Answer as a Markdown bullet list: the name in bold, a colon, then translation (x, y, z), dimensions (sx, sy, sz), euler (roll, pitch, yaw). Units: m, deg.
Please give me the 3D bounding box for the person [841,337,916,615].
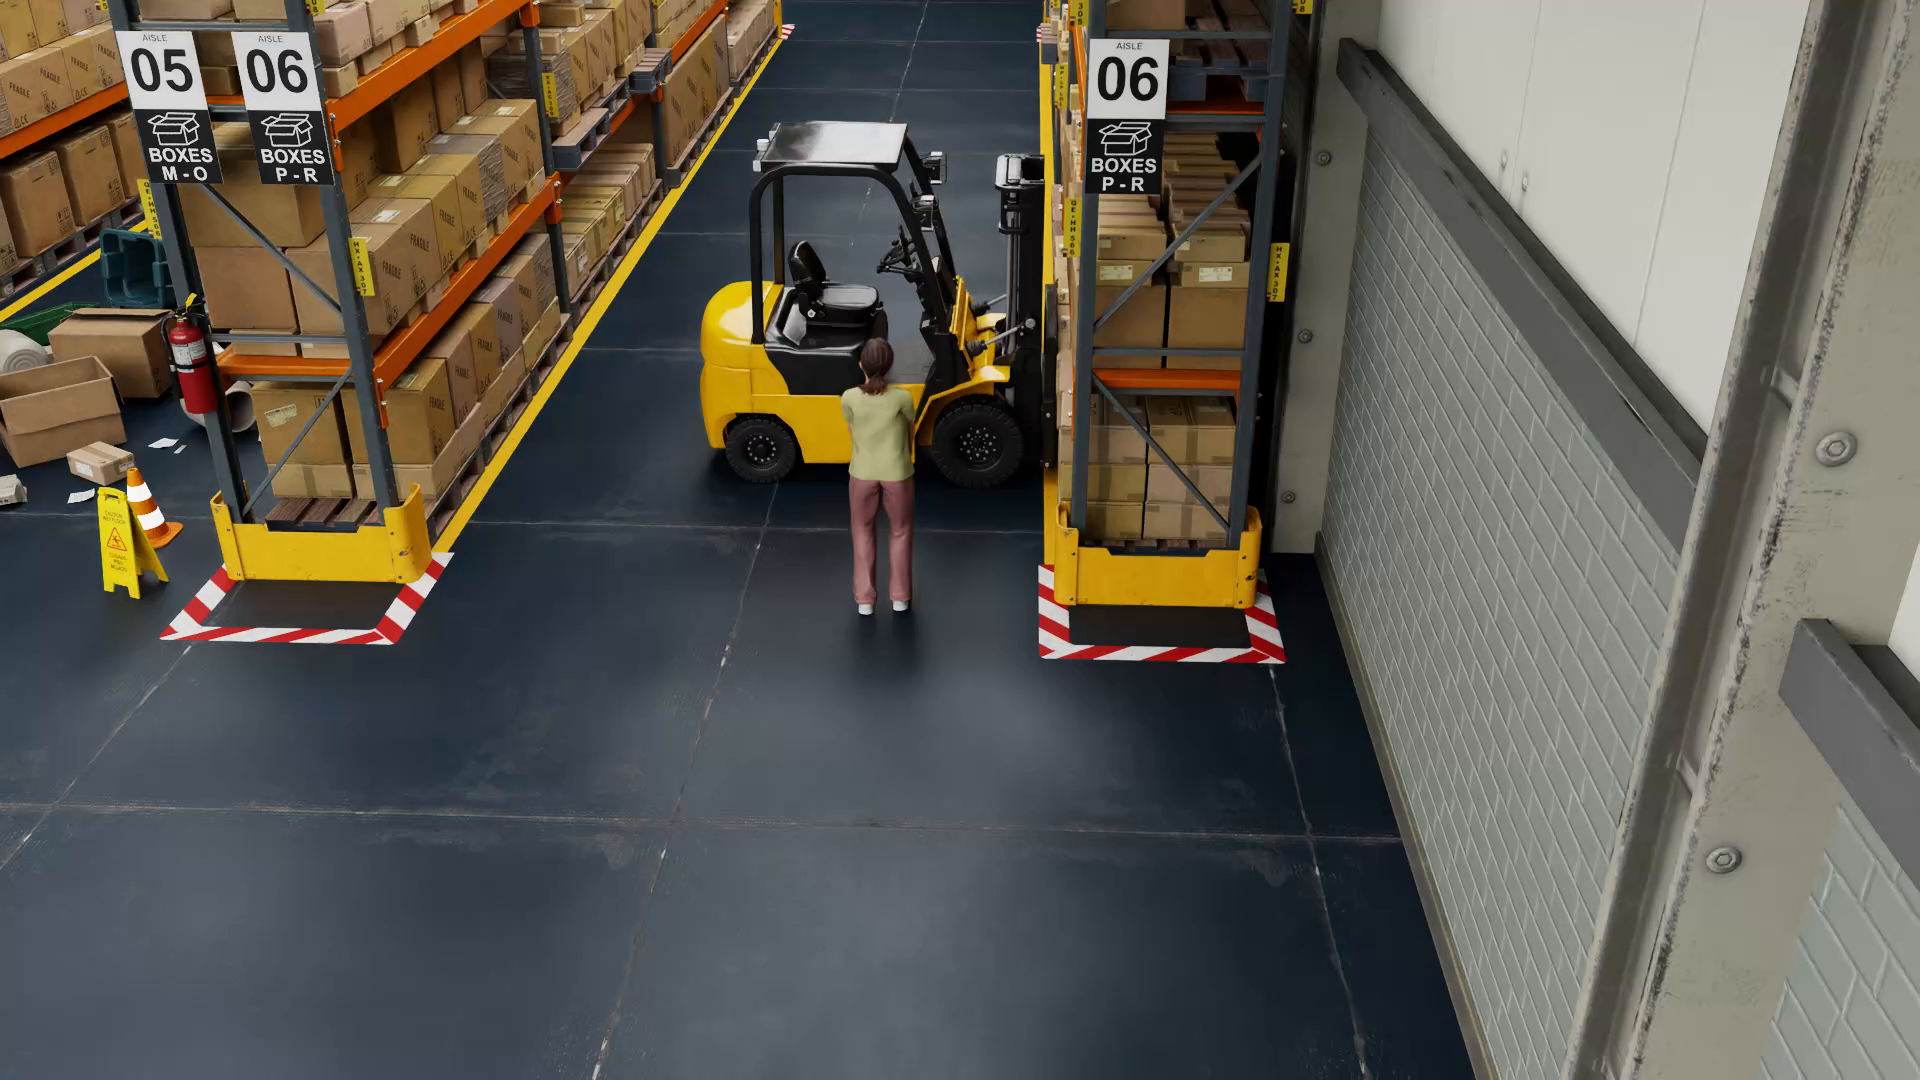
- **person**: translation (-0.443, -0.382, 9.352), dimensions (0.405, 1.669, 0.527), euler (1, 28, 1)
